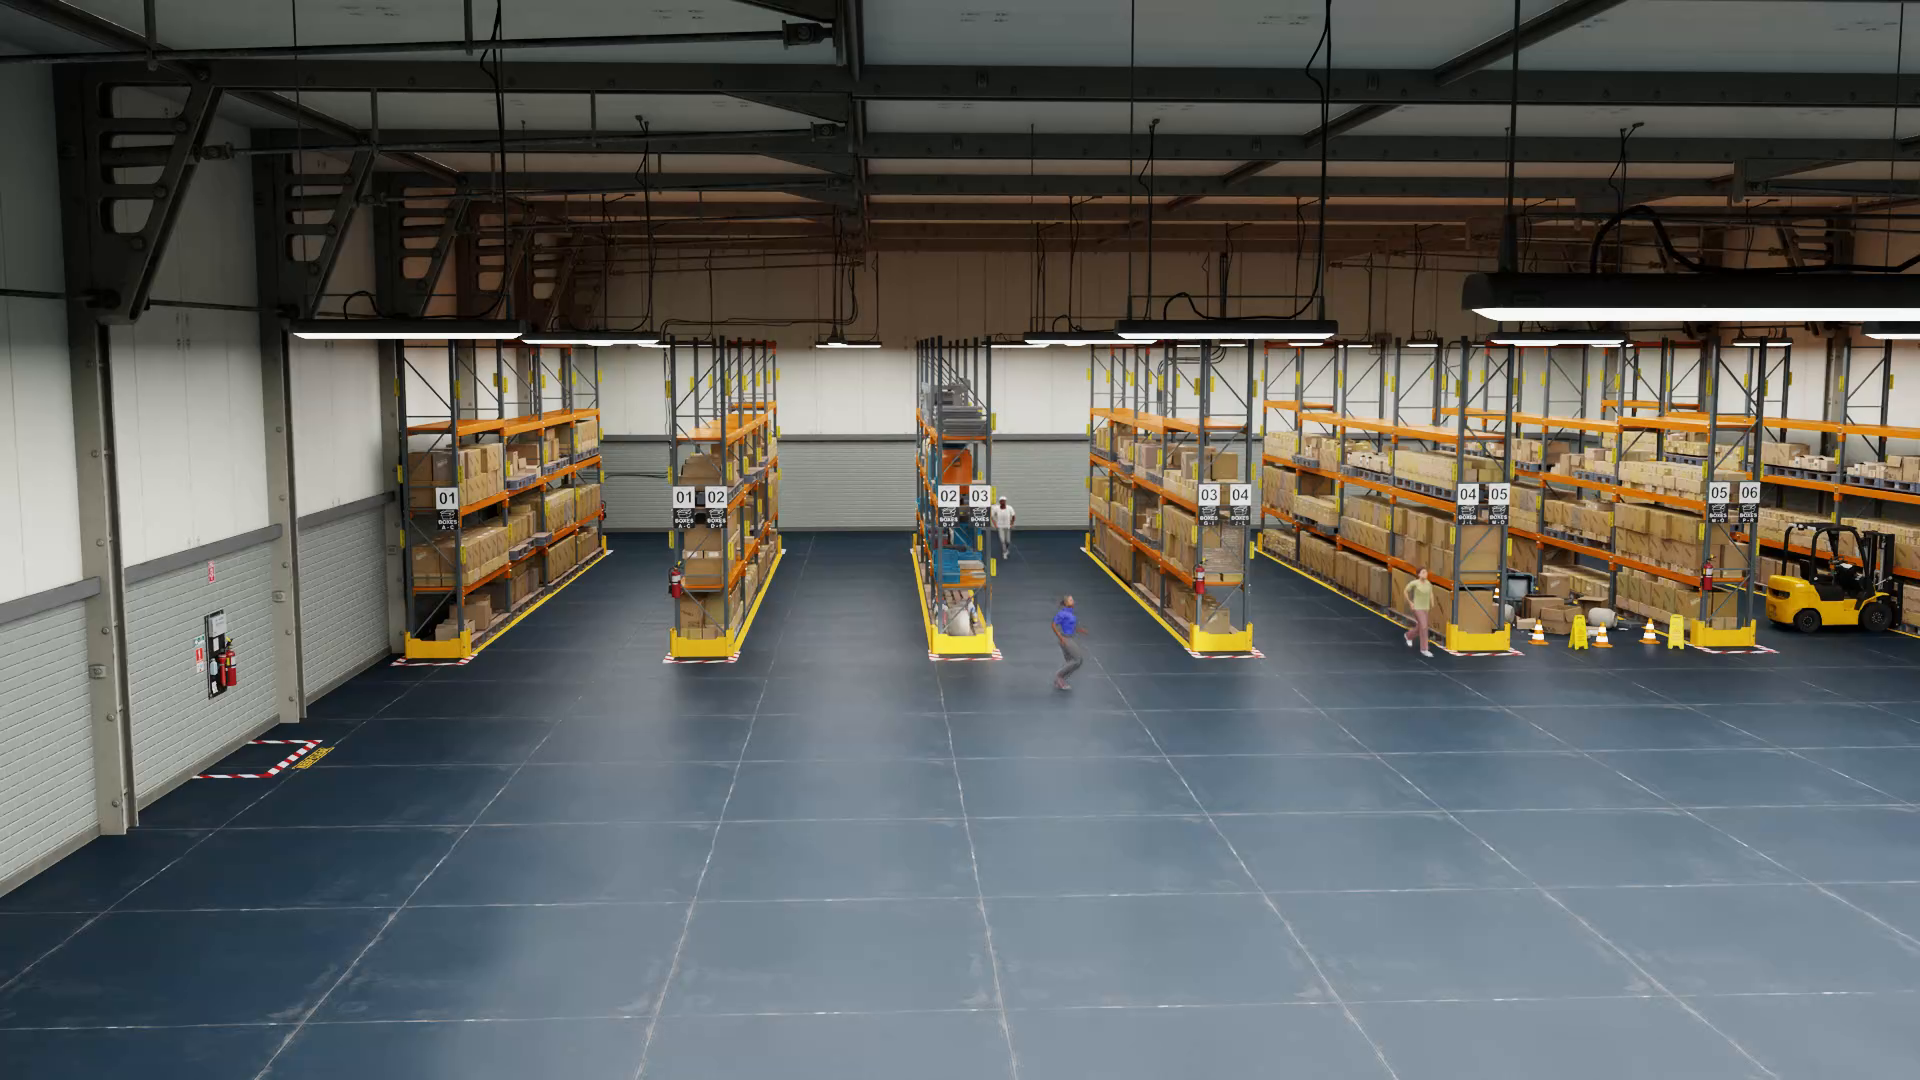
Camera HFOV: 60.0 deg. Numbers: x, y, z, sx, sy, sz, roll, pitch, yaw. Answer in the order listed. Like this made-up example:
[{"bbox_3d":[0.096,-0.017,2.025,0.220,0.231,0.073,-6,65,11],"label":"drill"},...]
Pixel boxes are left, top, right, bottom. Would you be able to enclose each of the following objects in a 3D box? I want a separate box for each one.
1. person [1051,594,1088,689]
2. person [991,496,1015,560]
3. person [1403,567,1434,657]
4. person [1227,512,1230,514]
[{"bbox_3d":[1.866,1.725,28.113,0.584,1.616,0.558,2,7,16],"label":"person"},{"bbox_3d":[1.175,-0.351,45.970,0.712,1.741,0.658,-1,7,-6],"label":"person"},{"bbox_3d":[8.712,1.329,31.571,0.587,1.680,0.872,-3,7,-23],"label":"person"},{"bbox_3d":[6.789,0.103,42.272,0.570,1.641,0.772,-1,7,-10],"label":"person"}]
